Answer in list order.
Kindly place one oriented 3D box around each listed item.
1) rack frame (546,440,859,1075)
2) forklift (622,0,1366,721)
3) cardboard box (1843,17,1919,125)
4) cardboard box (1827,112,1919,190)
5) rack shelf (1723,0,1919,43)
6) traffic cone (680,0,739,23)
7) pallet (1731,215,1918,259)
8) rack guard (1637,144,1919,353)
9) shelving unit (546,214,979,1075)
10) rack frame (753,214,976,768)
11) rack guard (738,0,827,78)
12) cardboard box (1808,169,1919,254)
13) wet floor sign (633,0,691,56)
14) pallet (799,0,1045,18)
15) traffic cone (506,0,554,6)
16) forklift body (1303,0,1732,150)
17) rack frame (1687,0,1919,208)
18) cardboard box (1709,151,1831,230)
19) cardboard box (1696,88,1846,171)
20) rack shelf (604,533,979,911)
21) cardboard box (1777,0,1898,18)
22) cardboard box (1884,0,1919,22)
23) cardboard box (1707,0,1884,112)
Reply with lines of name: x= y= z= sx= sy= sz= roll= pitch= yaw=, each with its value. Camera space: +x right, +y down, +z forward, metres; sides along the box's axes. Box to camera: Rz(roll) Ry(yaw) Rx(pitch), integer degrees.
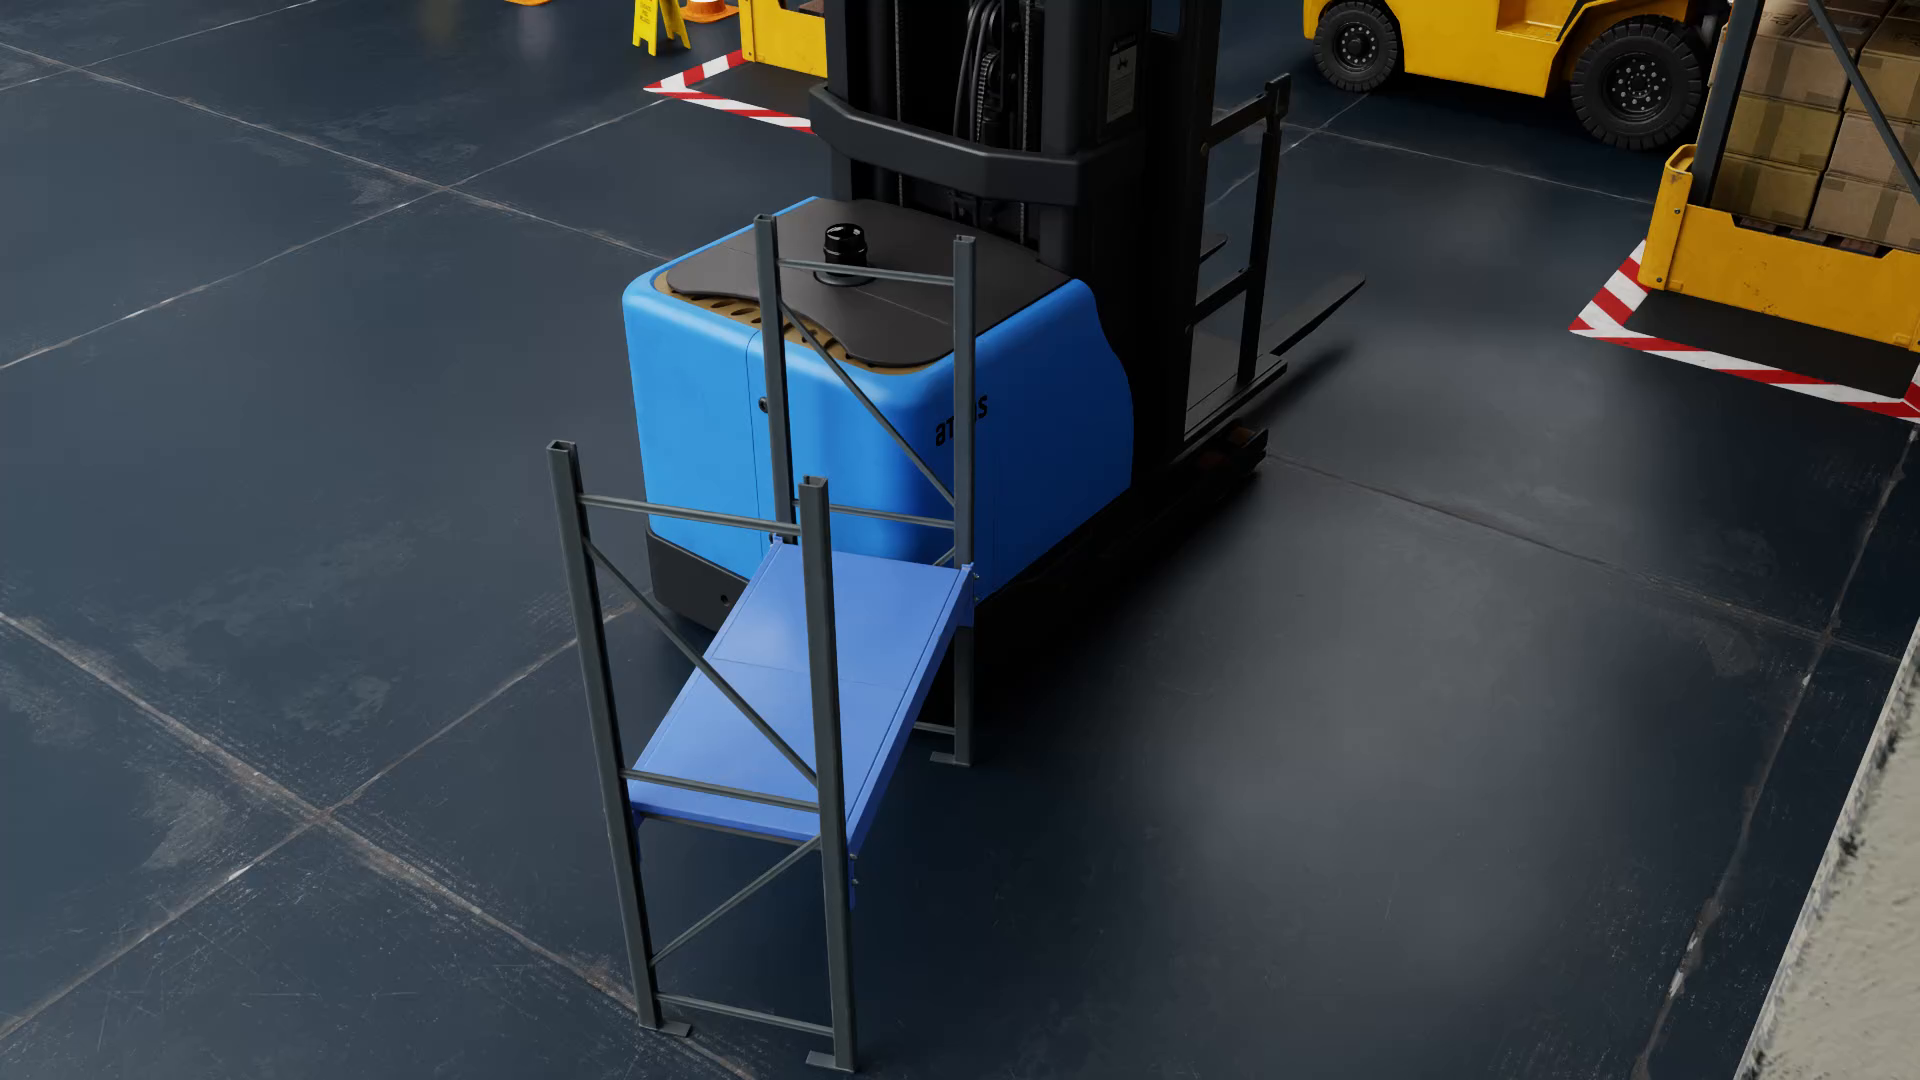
rack frame: x=-0.466 y=0.491 z=3.237 sx=0.500 sy=1.500 sz=0.032 roll=8 pitch=35 yaw=12
forklift: x=0.382 y=-1.493 z=4.893 sx=1.130 sy=2.935 sz=3.031 roll=23 pitch=40 yaw=30
cardboard box: x=3.803 y=-1.818 z=6.500 sx=0.500 sy=0.250 sz=0.500 roll=21 pitch=39 yaw=28
cardboard box: x=3.812 y=-1.600 z=6.624 sx=0.500 sy=0.250 sz=0.500 roll=22 pitch=40 yaw=29
rack shelf: x=4.514 y=-2.831 z=7.452 sx=1.077 sy=0.370 sz=4.000 roll=21 pitch=39 yaw=28
traffic cone: x=-1.521 y=-3.351 z=9.844 sx=0.336 sy=0.463 sz=0.334 roll=21 pitch=39 yaw=28
pallet: x=3.775 y=-1.419 z=7.211 sx=1.003 sy=0.211 sz=1.213 roll=21 pitch=39 yaw=28
rack guard: x=3.360 y=-1.162 z=6.574 sx=1.175 sy=0.500 sz=0.348 roll=21 pitch=39 yaw=28
shelving unit: x=-0.339 y=0.215 z=3.645 sx=0.538 sy=1.500 sz=1.048 roll=8 pitch=35 yaw=12
rack frame: x=-0.211 y=-0.061 z=4.053 sx=0.500 sy=1.500 sz=0.032 roll=8 pitch=35 yaw=12
rack guard: x=-0.663 y=-2.792 z=8.984 sx=1.175 sy=0.500 sz=0.348 roll=21 pitch=39 yaw=28
cardboard box: x=3.814 y=-1.407 z=6.784 sx=0.500 sy=0.250 sz=0.500 roll=21 pitch=40 yaw=28
wet floor sign: x=-1.694 y=-3.071 z=9.267 sx=0.232 sy=0.644 sz=0.267 roll=-22 pitch=40 yaw=-29
pallet: x=-0.171 y=-3.035 z=9.601 sx=1.003 sy=0.211 sz=1.213 roll=21 pitch=39 yaw=28
traffic cone: x=-2.627 y=-3.549 z=10.137 sx=0.336 sy=0.463 sz=0.334 roll=21 pitch=39 yaw=28
forklift body: x=2.956 y=-3.312 z=8.280 sx=2.313 sy=2.155 sz=1.214 roll=21 pitch=39 yaw=28
rack frame: x=3.374 y=-2.208 z=5.890 sx=1.000 sy=3.000 sz=0.127 roll=21 pitch=39 yaw=28
cardboard box: x=3.382 y=-1.560 z=7.011 sx=0.500 sy=0.250 sz=0.500 roll=22 pitch=40 yaw=28
cardboard box: x=3.394 y=-1.774 z=6.881 sx=0.500 sy=0.250 sz=0.500 roll=21 pitch=39 yaw=28
rack shelf: x=-0.339 y=0.364 z=3.746 sx=0.538 sy=0.185 sz=1.000 roll=8 pitch=35 yaw=12
cardboard box: x=3.666 y=-2.206 z=7.073 sx=0.500 sy=0.250 sz=0.500 roll=22 pitch=40 yaw=29
cardboard box: x=4.085 y=-2.049 z=6.842 sx=0.500 sy=0.250 sz=0.500 roll=21 pitch=39 yaw=28
cardboard box: x=3.380 y=-1.969 z=6.723 sx=0.500 sy=0.250 sz=0.500 roll=23 pitch=40 yaw=30
